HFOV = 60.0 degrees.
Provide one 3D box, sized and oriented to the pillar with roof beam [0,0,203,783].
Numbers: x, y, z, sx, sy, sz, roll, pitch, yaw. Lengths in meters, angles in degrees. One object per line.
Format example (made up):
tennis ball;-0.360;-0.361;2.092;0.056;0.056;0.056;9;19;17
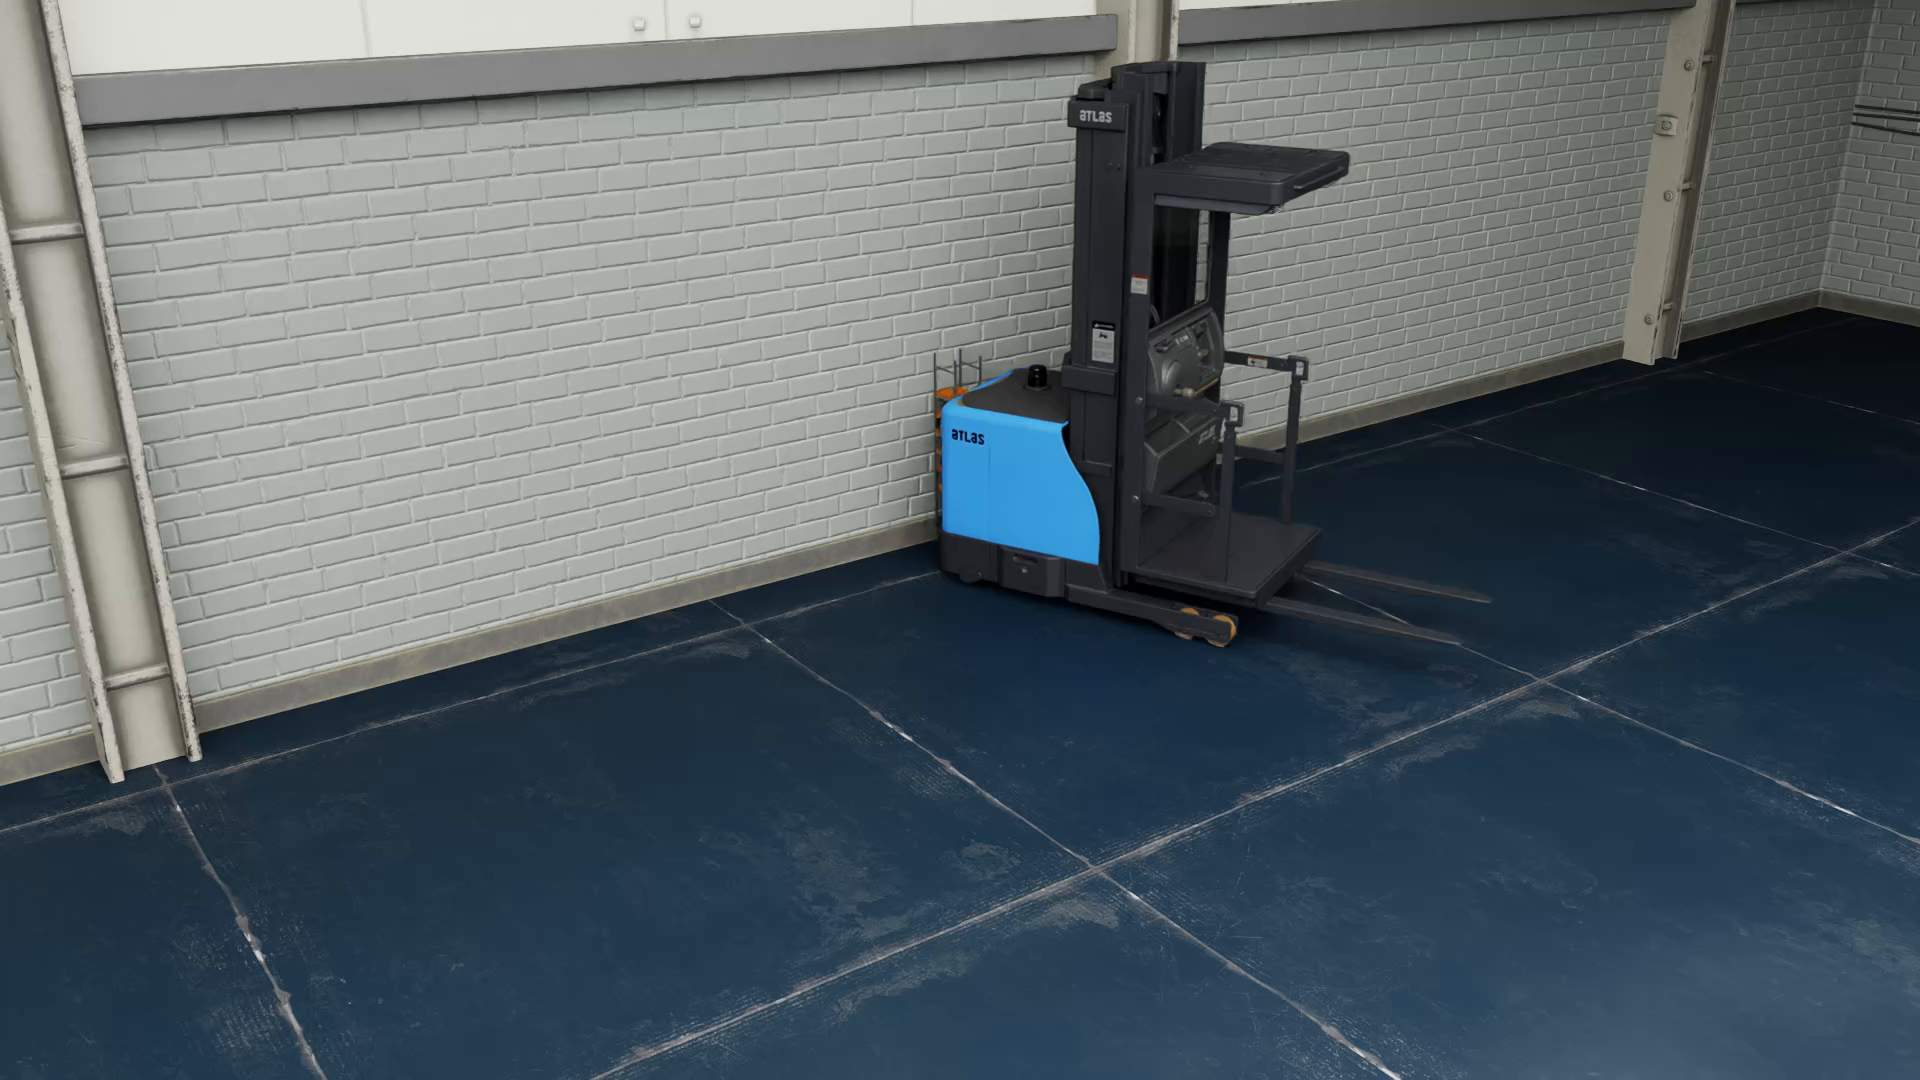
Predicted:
pillar with roof beam;-1.295;-1.859;2.914;0.400;9.000;9.100;-15;26;-33

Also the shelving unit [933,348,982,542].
shelving unit;-0.010;-0.546;10.126;0.189;1.200;0.258;-13;24;-31

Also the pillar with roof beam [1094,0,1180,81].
pillar with roof beam;3.576;-3.158;6.168;0.400;9.000;9.100;-15;26;-33

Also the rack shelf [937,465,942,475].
rack shelf;-0.009;-0.392;10.184;0.180;0.103;0.258;-13;24;-31

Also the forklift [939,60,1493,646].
forklift;1.411;-1.013;8.980;3.031;2.935;1.130;12;25;28

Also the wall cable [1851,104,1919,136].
wall cable;9.096;-4.549;13.845;0.112;2.526;3.097;-15;26;-33

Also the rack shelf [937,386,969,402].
rack shelf;-0.012;-0.841;10.016;0.180;0.103;0.258;-13;24;-31

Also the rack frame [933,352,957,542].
rack frame;-0.087;-0.527;10.079;0.006;1.200;0.240;-13;24;-31

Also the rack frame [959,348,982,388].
rack frame;0.066;-0.564;10.174;0.006;1.200;0.240;-13;24;-31

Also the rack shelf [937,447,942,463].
rack shelf;-0.010;-0.504;10.142;0.180;0.103;0.258;-13;24;-31

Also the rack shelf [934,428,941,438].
rack shelf;-0.011;-0.616;10.100;0.180;0.103;0.258;-13;24;-31

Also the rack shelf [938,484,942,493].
rack shelf;-0.009;-0.279;10.226;0.180;0.103;0.258;-13;24;-31

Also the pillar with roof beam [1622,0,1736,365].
pillar with roof beam;8.446;-4.457;9.423;0.400;9.000;9.100;-15;26;-33

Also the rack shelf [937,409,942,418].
rack shelf;-0.012;-0.729;10.058;0.180;0.103;0.258;-13;24;-31
